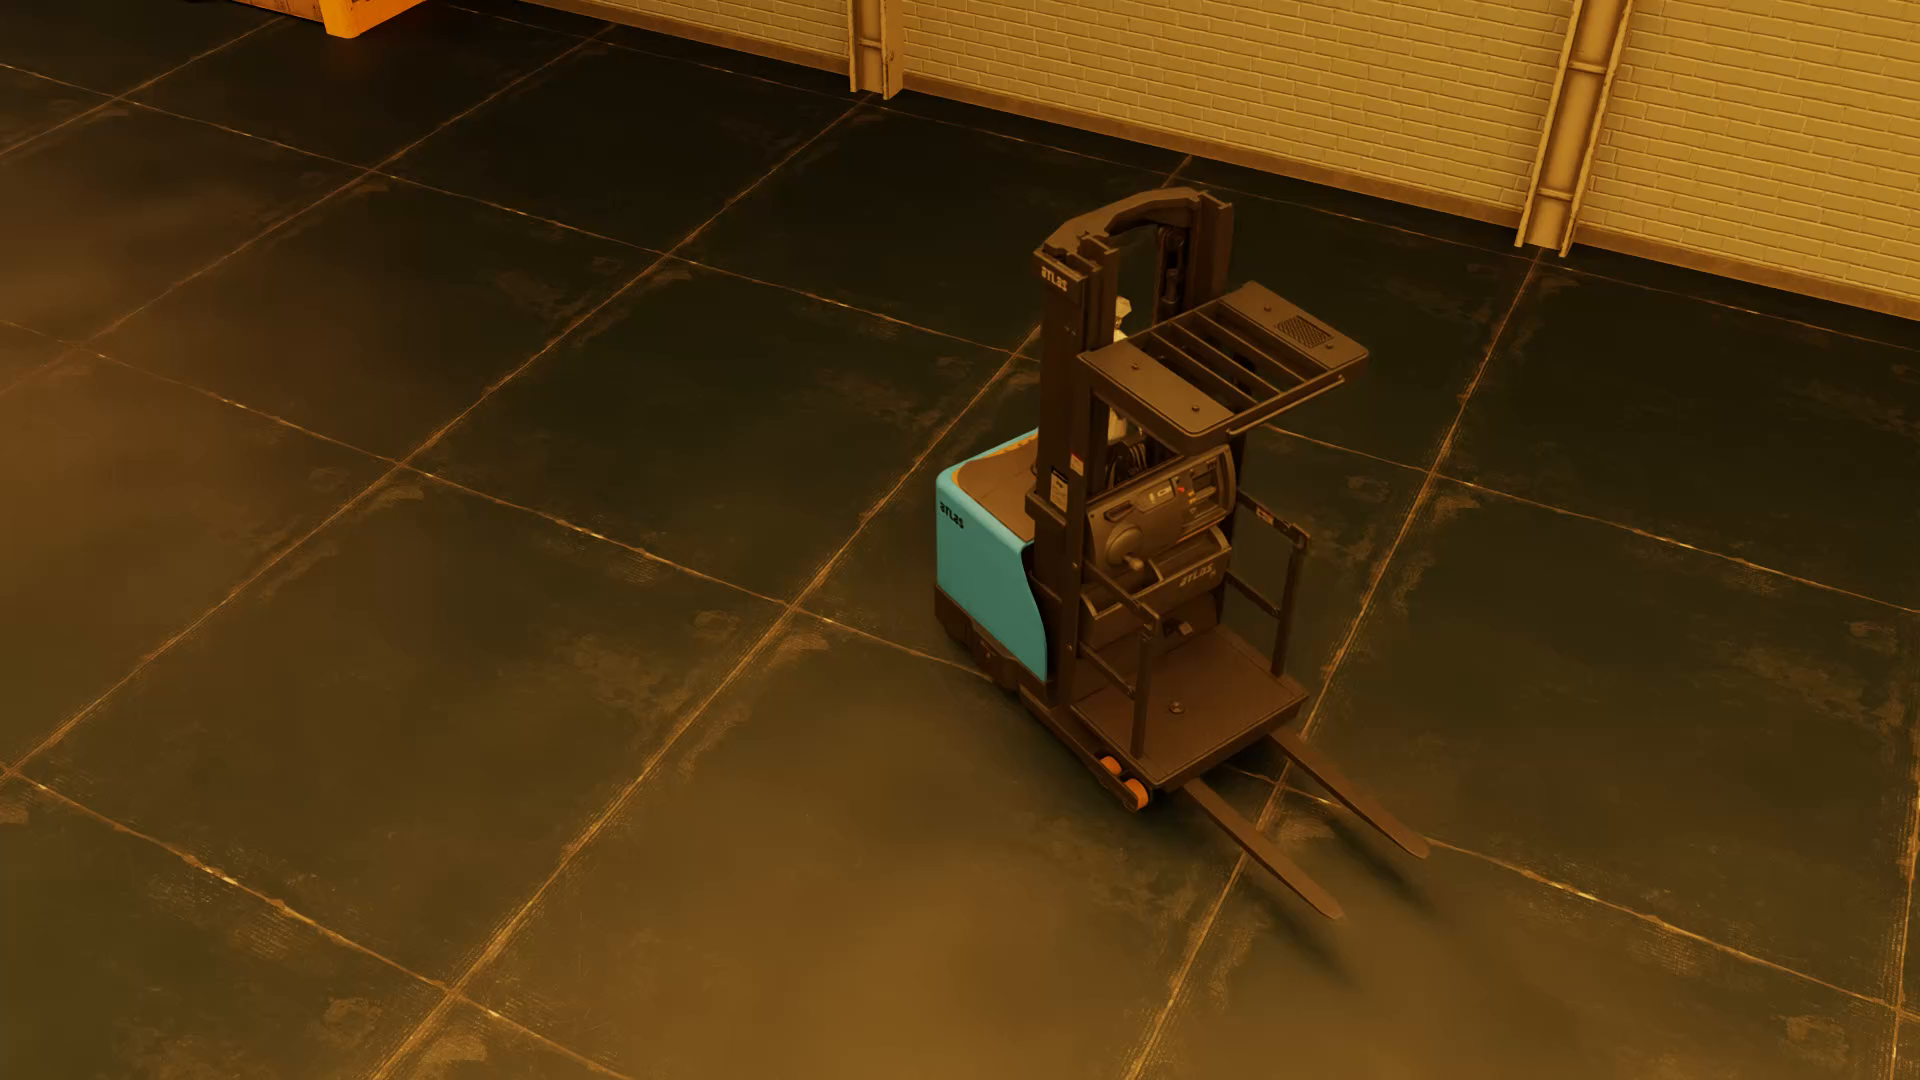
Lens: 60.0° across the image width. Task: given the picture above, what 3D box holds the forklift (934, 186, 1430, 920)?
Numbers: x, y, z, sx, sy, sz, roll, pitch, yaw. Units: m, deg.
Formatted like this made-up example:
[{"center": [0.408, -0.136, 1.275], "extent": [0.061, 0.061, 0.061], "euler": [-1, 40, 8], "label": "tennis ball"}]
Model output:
[{"center": [1.130, -0.081, 8.083], "extent": [1.130, 2.935, 3.031], "euler": [-25, 46, -27], "label": "forklift"}]

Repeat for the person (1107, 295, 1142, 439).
[{"center": [0.860, -0.788, 9.965], "extent": [0.417, 1.642, 0.808], "euler": [-29, 48, -30], "label": "person"}]
